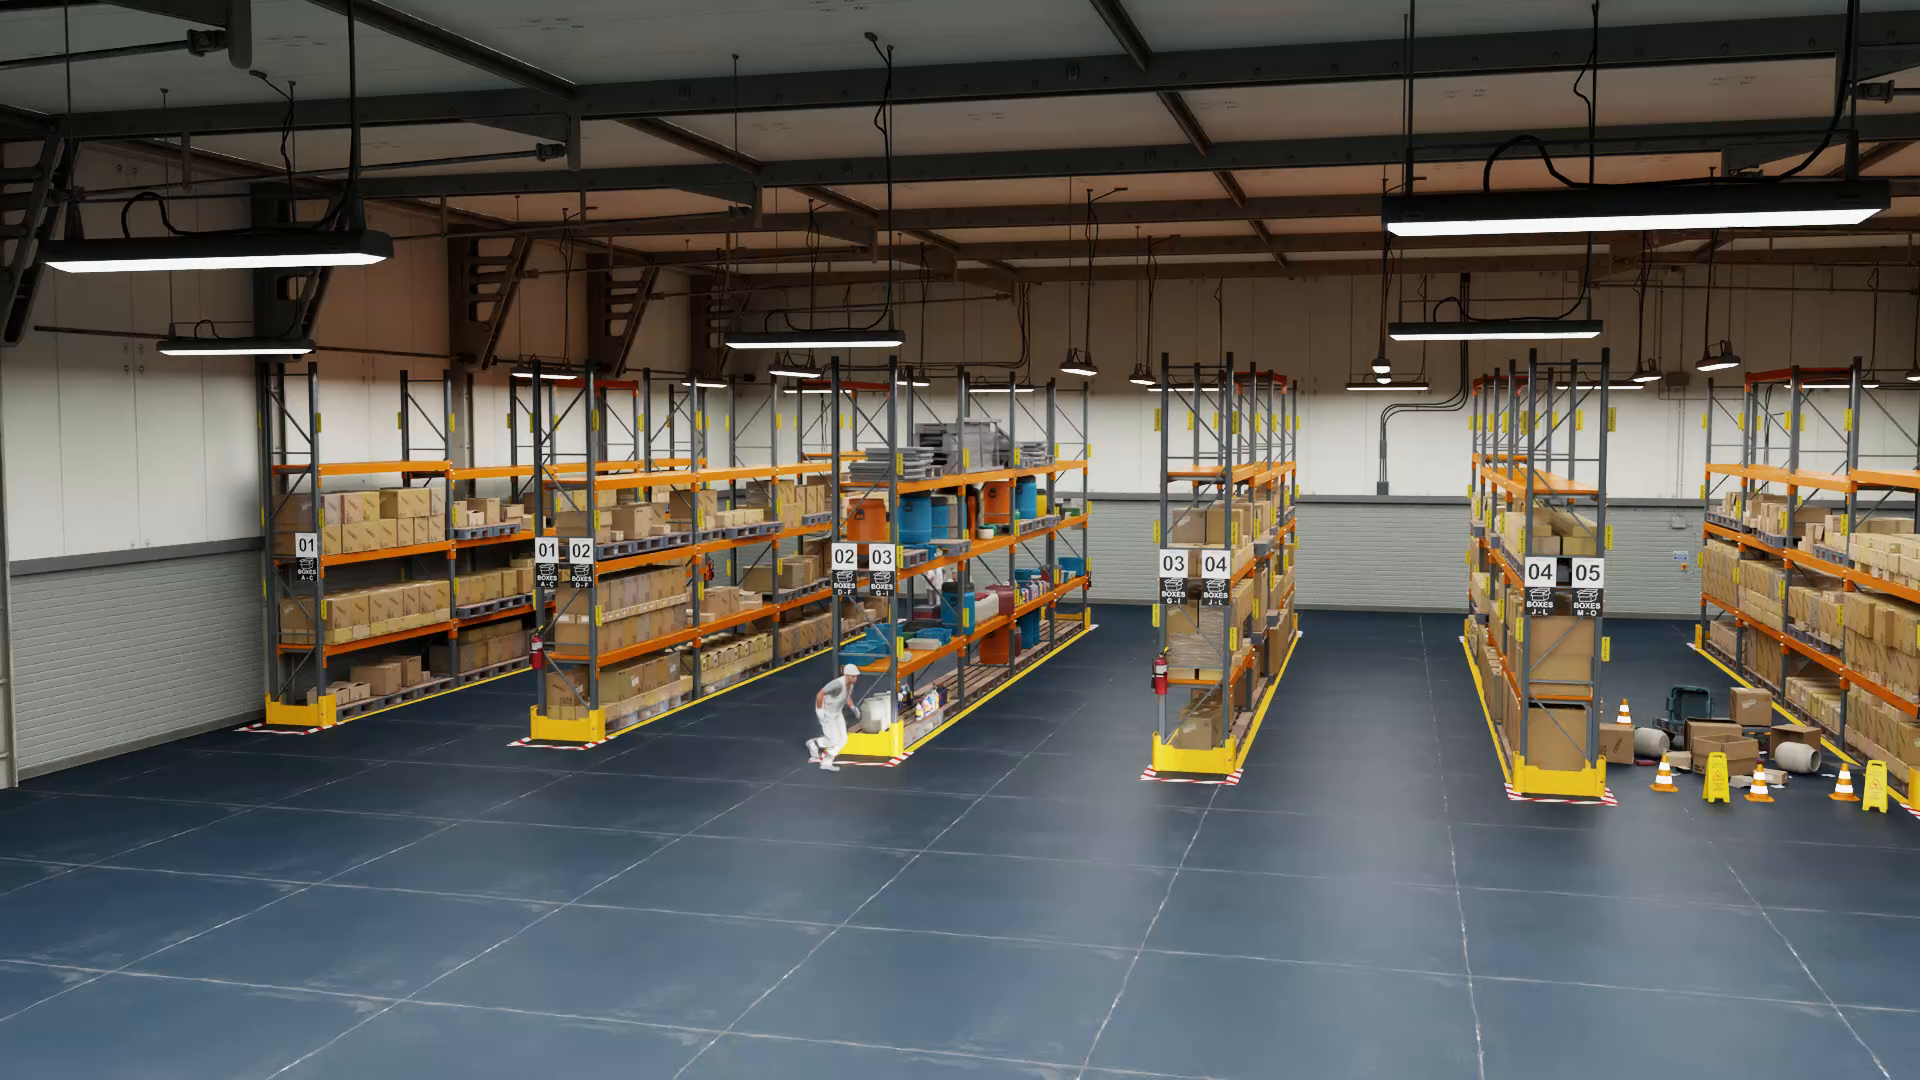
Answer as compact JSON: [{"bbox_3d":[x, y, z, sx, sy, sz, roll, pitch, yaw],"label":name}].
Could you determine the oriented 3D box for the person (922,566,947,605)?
[{"bbox_3d":[-0.631,1.231,41.037,0.623,1.833,0.850,0,4,-3],"label":"person"}]

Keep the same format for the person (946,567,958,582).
[{"bbox_3d":[-0.129,1.506,37.276,0.643,1.820,0.735,1,4,8],"label":"person"}]

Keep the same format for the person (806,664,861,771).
[{"bbox_3d":[-1.835,2.546,23.876,0.959,1.579,0.677,2,5,31],"label":"person"}]
